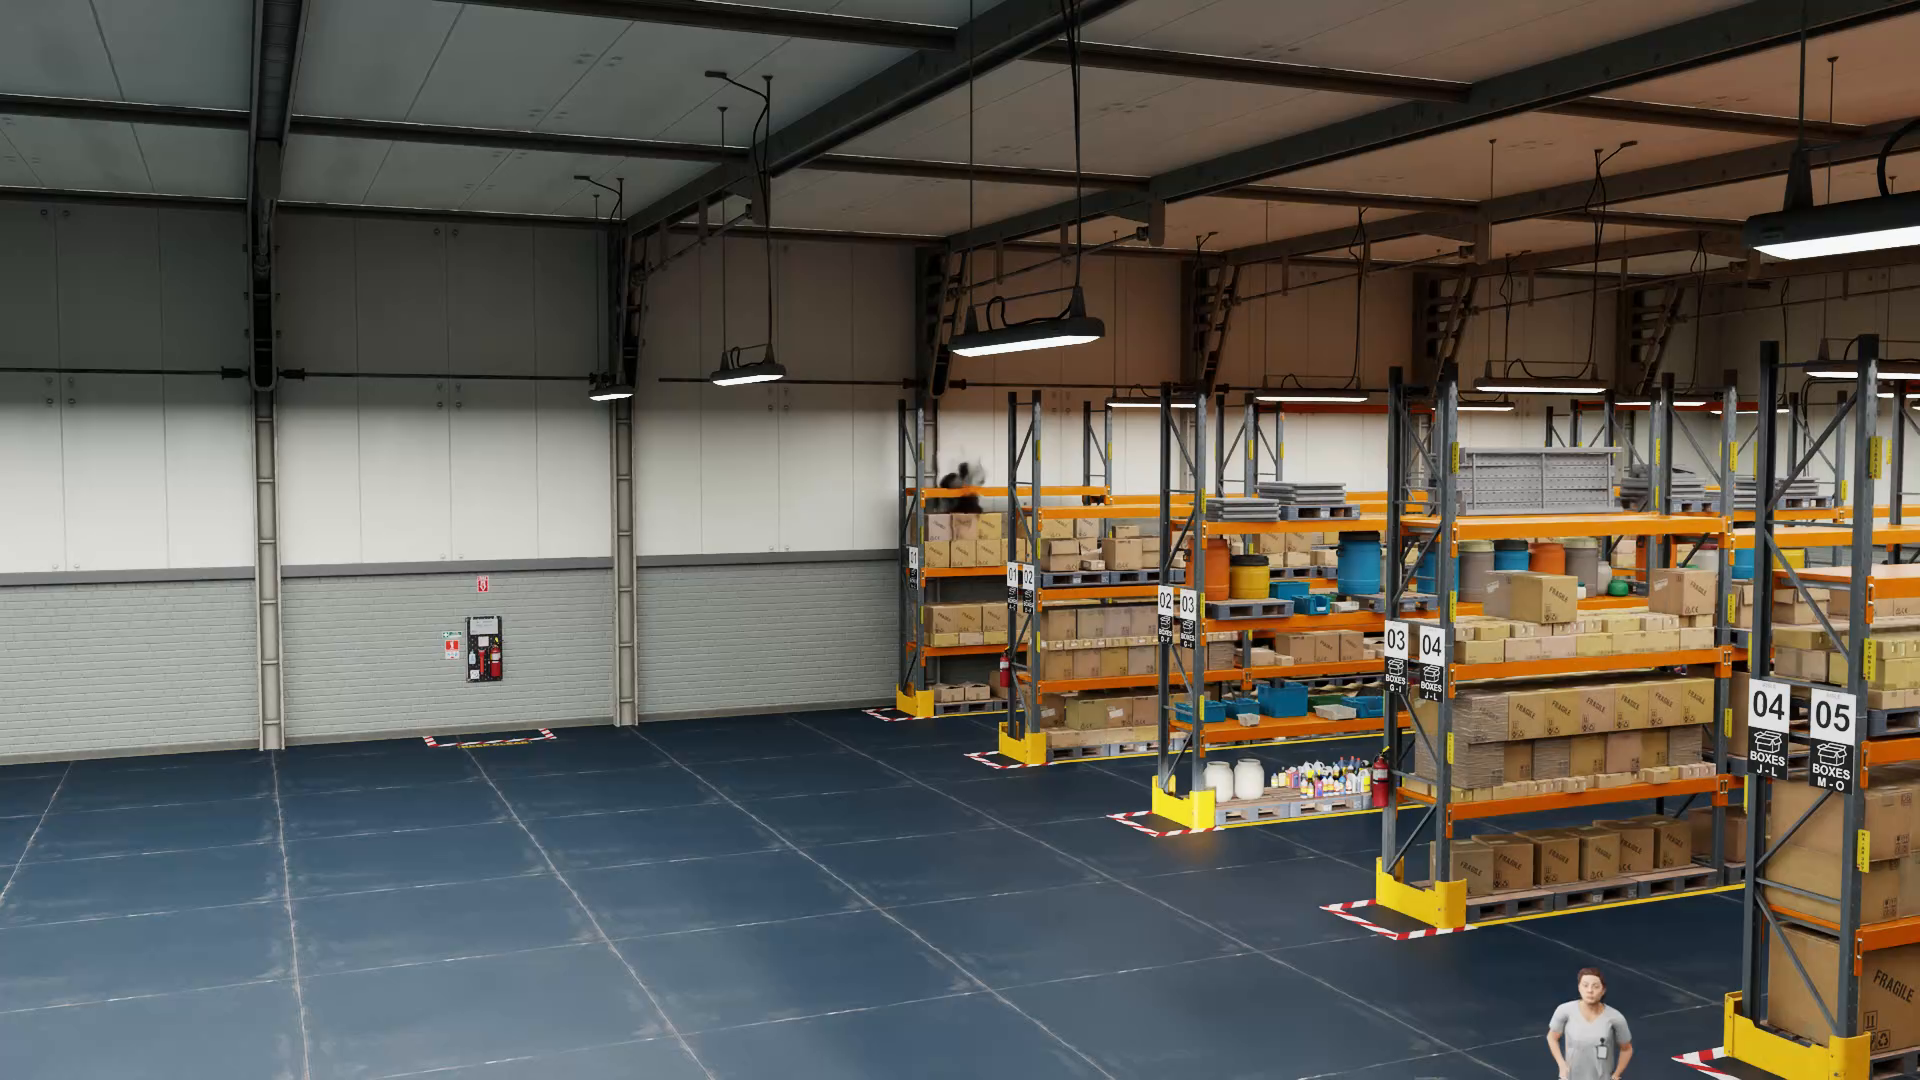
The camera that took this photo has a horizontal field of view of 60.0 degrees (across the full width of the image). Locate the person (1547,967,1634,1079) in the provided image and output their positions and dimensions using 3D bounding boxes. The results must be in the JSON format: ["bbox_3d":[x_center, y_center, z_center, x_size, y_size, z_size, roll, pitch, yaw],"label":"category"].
[{"bbox_3d":[4.269,3.690,11.284,0.549,1.615,0.558,1,4,22],"label":"person"}]

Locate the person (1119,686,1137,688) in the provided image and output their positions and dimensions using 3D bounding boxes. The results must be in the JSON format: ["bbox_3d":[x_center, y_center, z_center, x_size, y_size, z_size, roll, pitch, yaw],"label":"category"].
[{"bbox_3d":[2.995,2.552,29.696,0.585,1.743,0.651,-2,4,-29],"label":"person"}]
